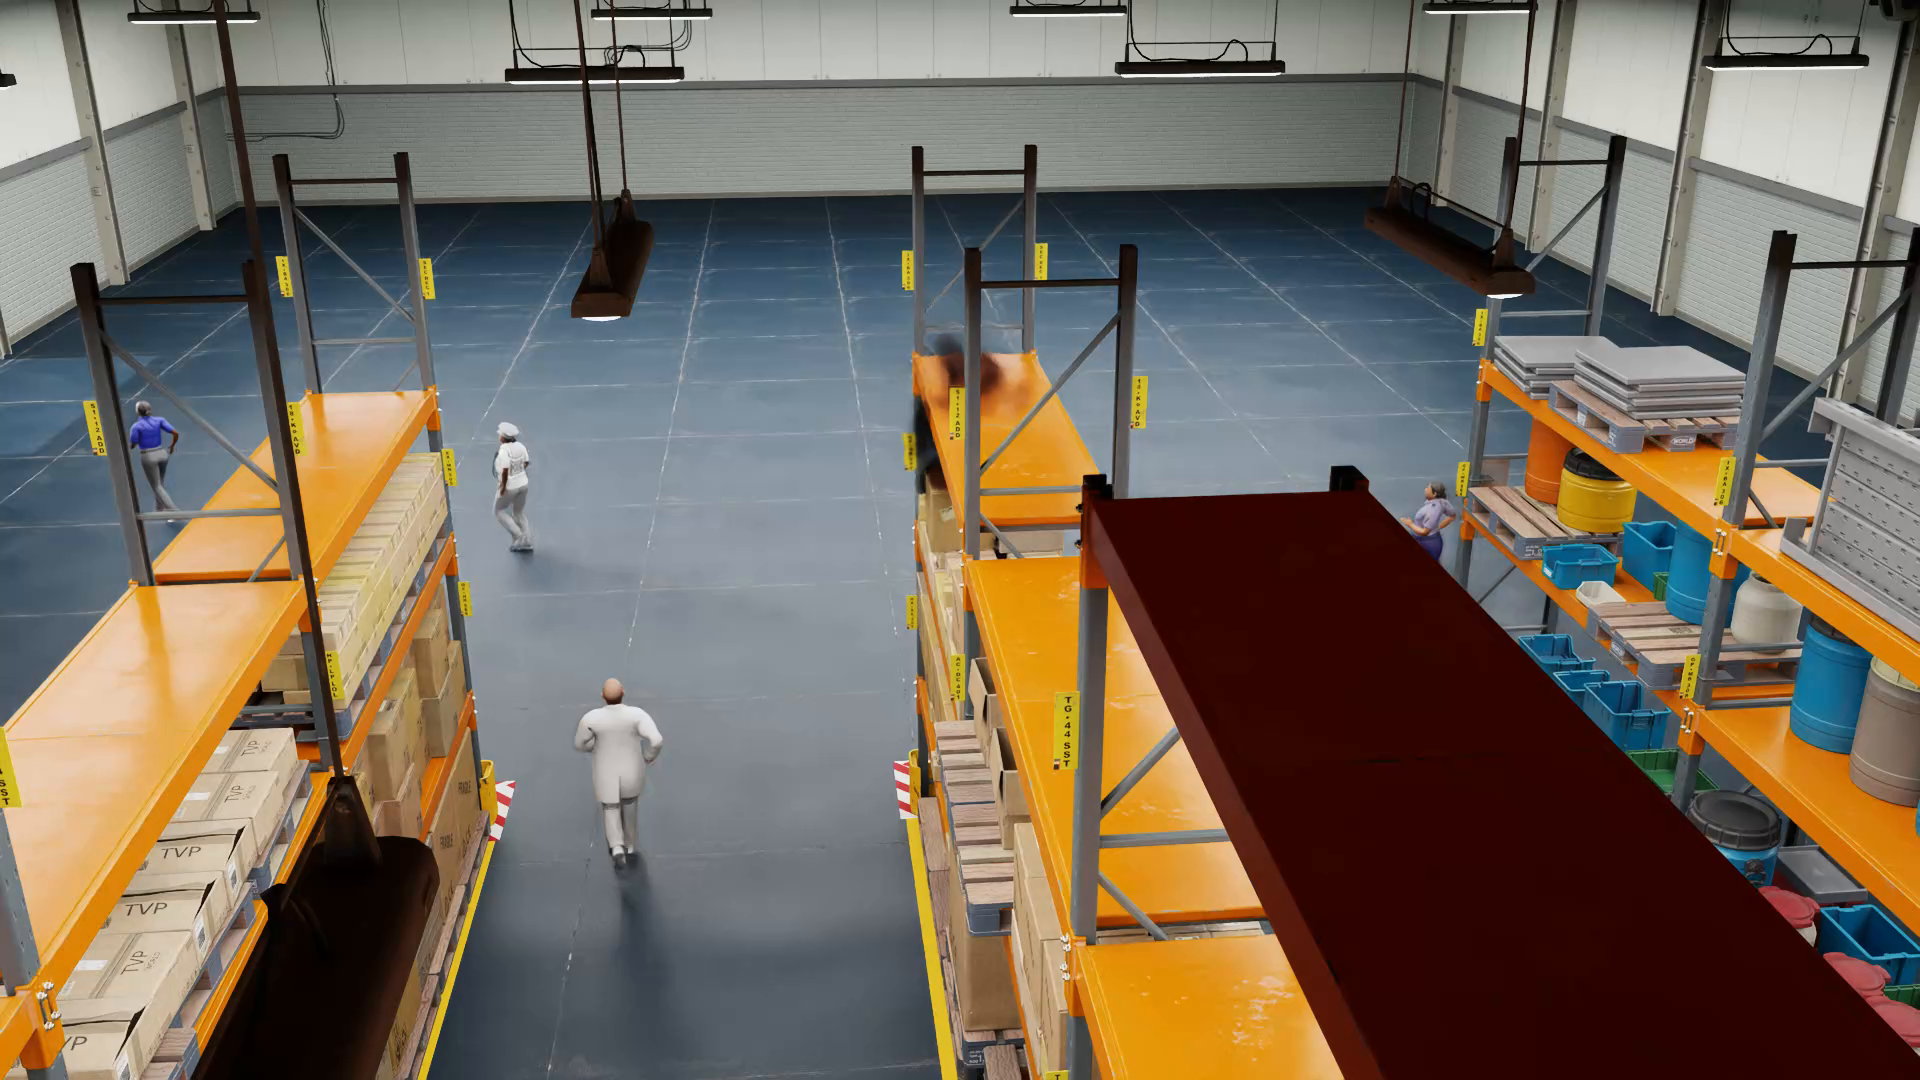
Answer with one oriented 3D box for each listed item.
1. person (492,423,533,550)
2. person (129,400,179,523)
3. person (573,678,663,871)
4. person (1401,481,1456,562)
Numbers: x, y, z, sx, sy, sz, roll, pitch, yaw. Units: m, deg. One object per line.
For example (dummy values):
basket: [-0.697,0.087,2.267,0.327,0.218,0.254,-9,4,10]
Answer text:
person: [-5.713,-0.691,21.117,0.571,1.663,0.578,13,25,30]
person: [-10.656,-1.045,21.992,0.847,1.661,0.586,14,26,32]
person: [-2.904,1.991,14.216,0.743,1.751,0.934,-5,22,-12]
person: [5.403,0.085,19.158,0.940,1.628,0.610,9,23,22]
